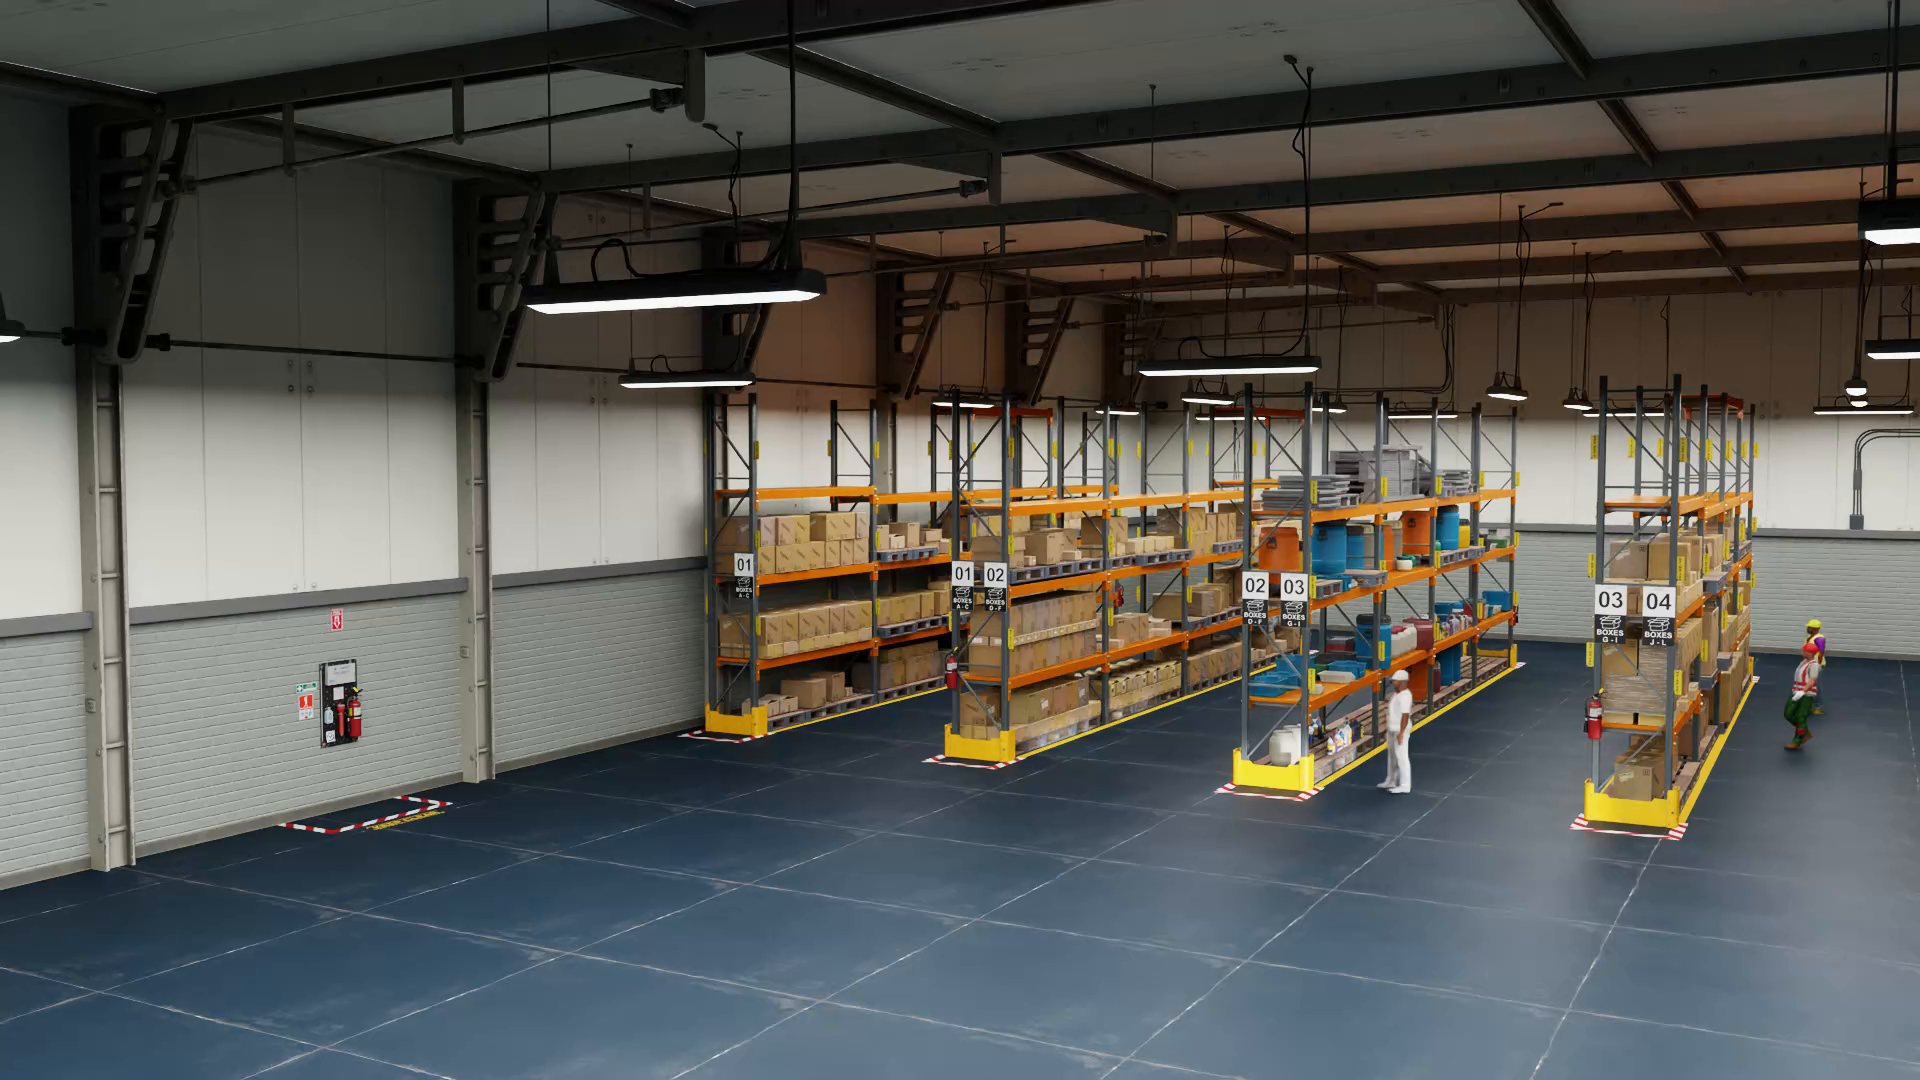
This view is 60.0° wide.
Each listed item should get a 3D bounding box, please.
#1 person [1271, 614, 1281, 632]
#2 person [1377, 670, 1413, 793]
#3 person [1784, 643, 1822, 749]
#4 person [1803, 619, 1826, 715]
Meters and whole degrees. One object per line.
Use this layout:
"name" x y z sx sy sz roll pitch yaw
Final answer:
"person" 8.250 1.831 42.433 1.039 1.752 0.607 -2 4 -28
"person" 6.417 2.792 24.454 0.487 1.763 0.630 0 3 -8
"person" 14.101 2.607 27.910 0.603 1.779 0.616 -1 3 -12
"person" 16.277 2.435 31.718 0.393 1.838 0.572 -1 3 -11
